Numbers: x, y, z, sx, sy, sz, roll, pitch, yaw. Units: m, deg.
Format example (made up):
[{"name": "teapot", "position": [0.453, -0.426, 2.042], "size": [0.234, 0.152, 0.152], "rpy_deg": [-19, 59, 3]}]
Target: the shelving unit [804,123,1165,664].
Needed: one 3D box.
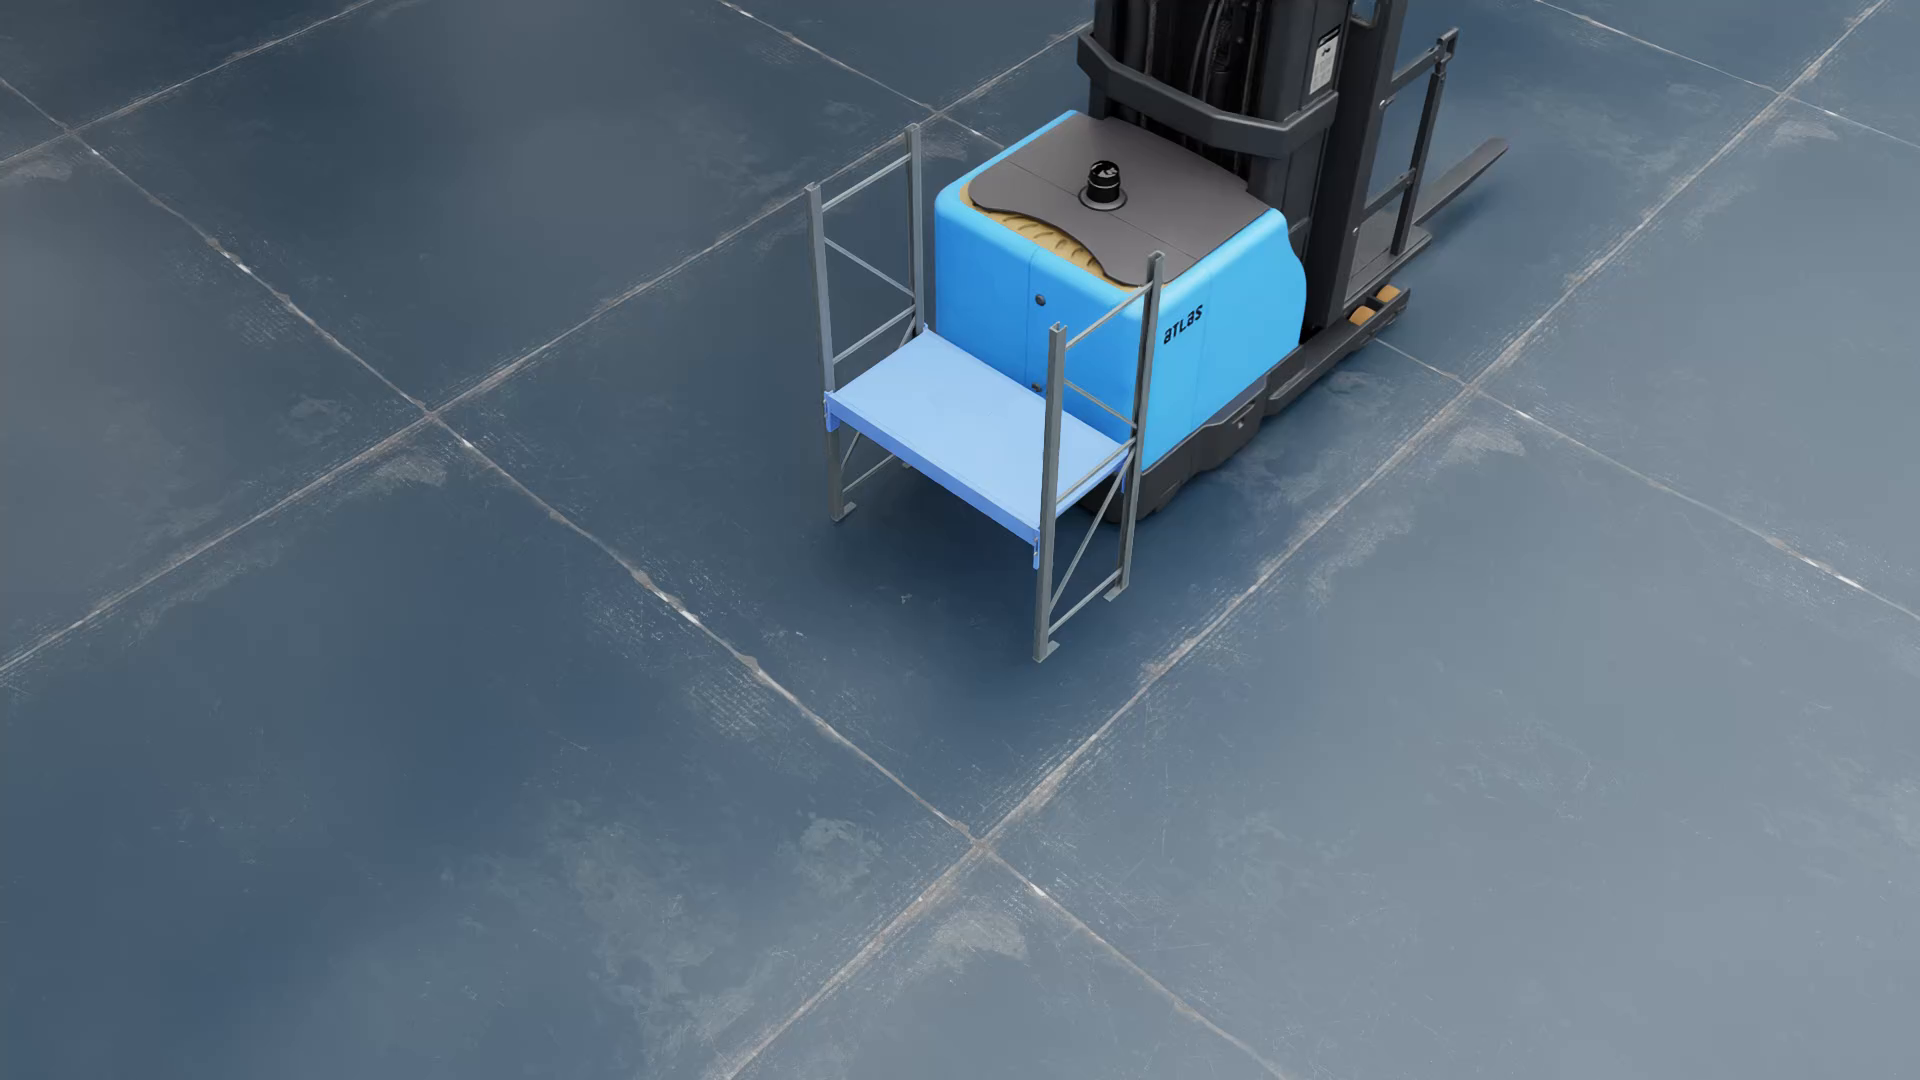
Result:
[{"name": "shelving unit", "position": [0.063, -0.471, 5.664], "size": [1.048, 1.500, 0.538], "rpy_deg": [34, 55, 28]}]

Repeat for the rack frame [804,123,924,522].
[{"name": "rack frame", "position": [-0.311, -0.723, 5.900], "size": [0.032, 1.500, 0.500], "rpy_deg": [34, 55, 28]}]

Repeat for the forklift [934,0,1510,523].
[{"name": "forklift", "position": [1.265, -2.051, 6.165], "size": [1.130, 2.935, 3.031], "rpy_deg": [34, 56, 28]}]

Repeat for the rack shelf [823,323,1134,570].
[{"name": "rack shelf", "position": [0.063, -0.348, 5.795], "size": [1.000, 0.185, 0.538], "rpy_deg": [34, 55, 28]}]

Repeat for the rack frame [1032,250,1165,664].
[{"name": "rack frame", "position": [0.436, -0.220, 5.428], "size": [0.032, 1.500, 0.500], "rpy_deg": [34, 55, 28]}]
